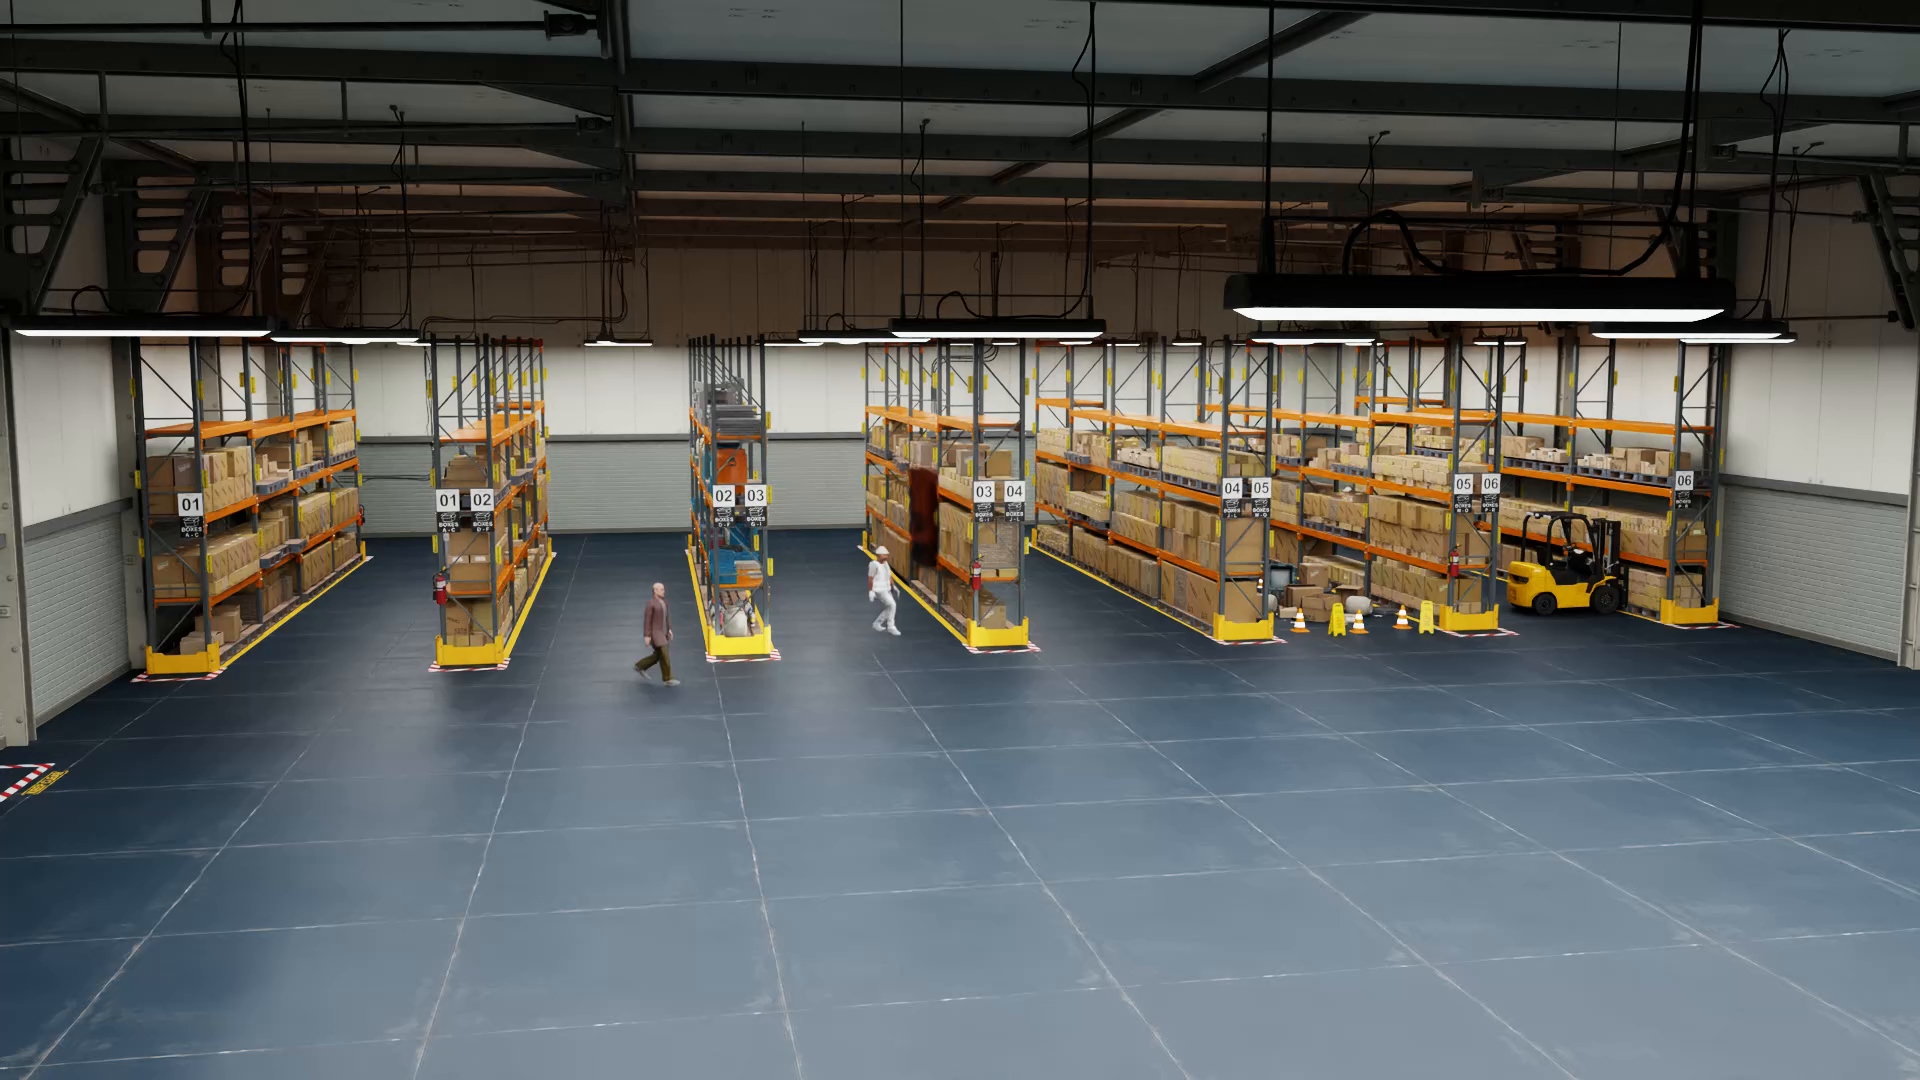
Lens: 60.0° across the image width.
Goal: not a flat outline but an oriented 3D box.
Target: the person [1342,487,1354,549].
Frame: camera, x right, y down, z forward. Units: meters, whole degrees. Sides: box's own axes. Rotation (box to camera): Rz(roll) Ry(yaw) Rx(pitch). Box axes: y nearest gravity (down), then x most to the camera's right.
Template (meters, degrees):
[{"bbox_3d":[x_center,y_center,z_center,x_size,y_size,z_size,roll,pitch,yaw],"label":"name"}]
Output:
[{"bbox_3d":[11.138,-0.632,47.701,0.429,1.782,0.583,4,8,34],"label":"person"}]

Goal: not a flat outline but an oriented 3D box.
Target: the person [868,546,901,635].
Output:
[{"bbox_3d":[-1.401,0.959,32.169,0.797,1.662,0.579,4,8,30],"label":"person"}]

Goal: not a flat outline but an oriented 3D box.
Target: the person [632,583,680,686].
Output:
[{"bbox_3d":[-5.188,1.595,28.458,1.021,1.744,0.639,2,7,19],"label":"person"}]

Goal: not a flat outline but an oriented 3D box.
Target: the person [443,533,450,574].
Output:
[{"bbox_3d":[-13.061,0.012,42.682,0.535,1.620,1.033,-2,7,-13],"label":"person"}]
